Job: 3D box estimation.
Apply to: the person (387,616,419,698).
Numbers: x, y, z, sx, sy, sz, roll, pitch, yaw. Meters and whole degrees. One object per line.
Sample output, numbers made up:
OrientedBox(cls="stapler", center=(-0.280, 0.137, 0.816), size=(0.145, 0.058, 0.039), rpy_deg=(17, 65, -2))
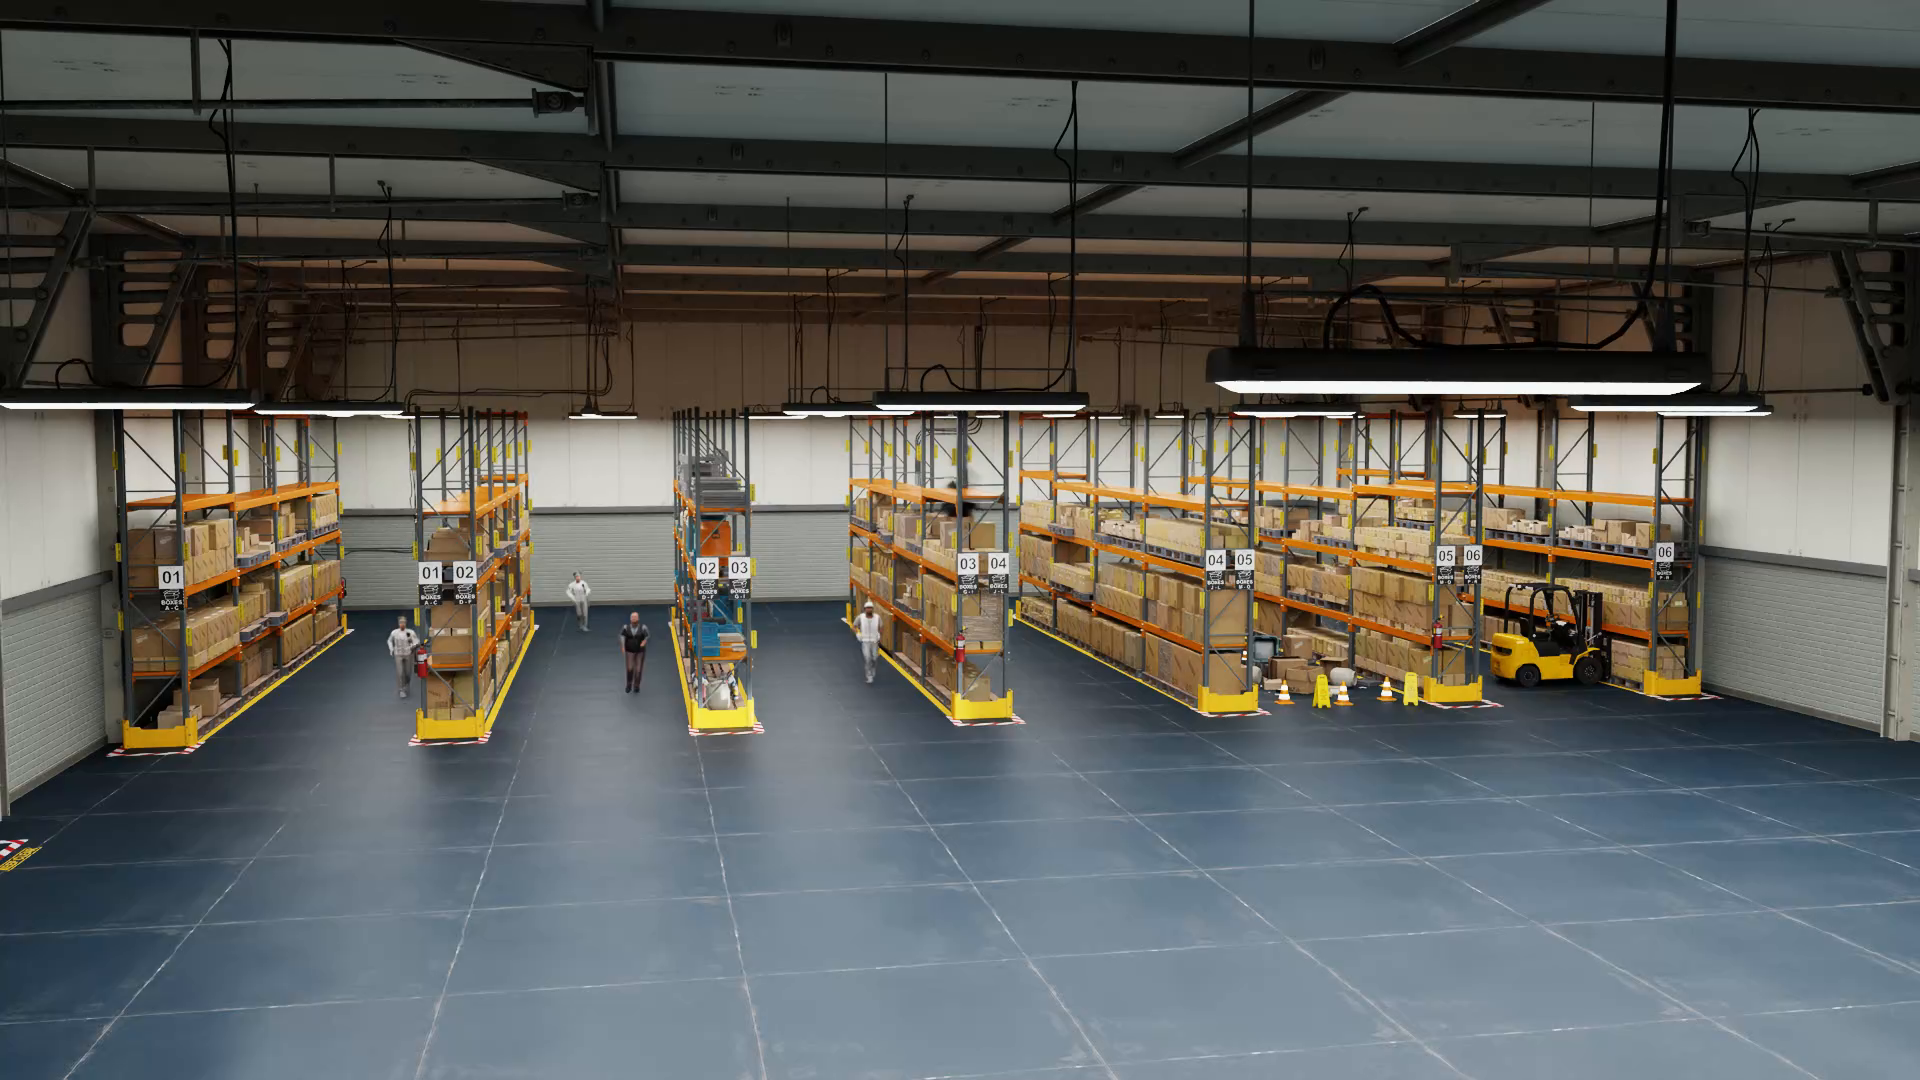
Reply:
OrientedBox(cls="person", center=(-11.616, 2.415, 34.699), size=(0.634, 1.676, 0.749), rpy_deg=(-1, 4, -18))

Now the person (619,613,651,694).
OrientedBox(cls="person", center=(-6.831, 2.379, 35.017), size=(0.661, 1.708, 0.677), rpy_deg=(-1, 4, -13))

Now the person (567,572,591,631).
OrientedBox(cls="person", center=(-10.373, 1.675, 45.357), size=(0.627, 1.642, 0.556), rpy_deg=(-2, 4, -22))

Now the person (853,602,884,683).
OrientedBox(cls="person", center=(-2.014, 2.236, 36.653), size=(0.690, 1.760, 0.733), rpy_deg=(-1, 4, -10))
